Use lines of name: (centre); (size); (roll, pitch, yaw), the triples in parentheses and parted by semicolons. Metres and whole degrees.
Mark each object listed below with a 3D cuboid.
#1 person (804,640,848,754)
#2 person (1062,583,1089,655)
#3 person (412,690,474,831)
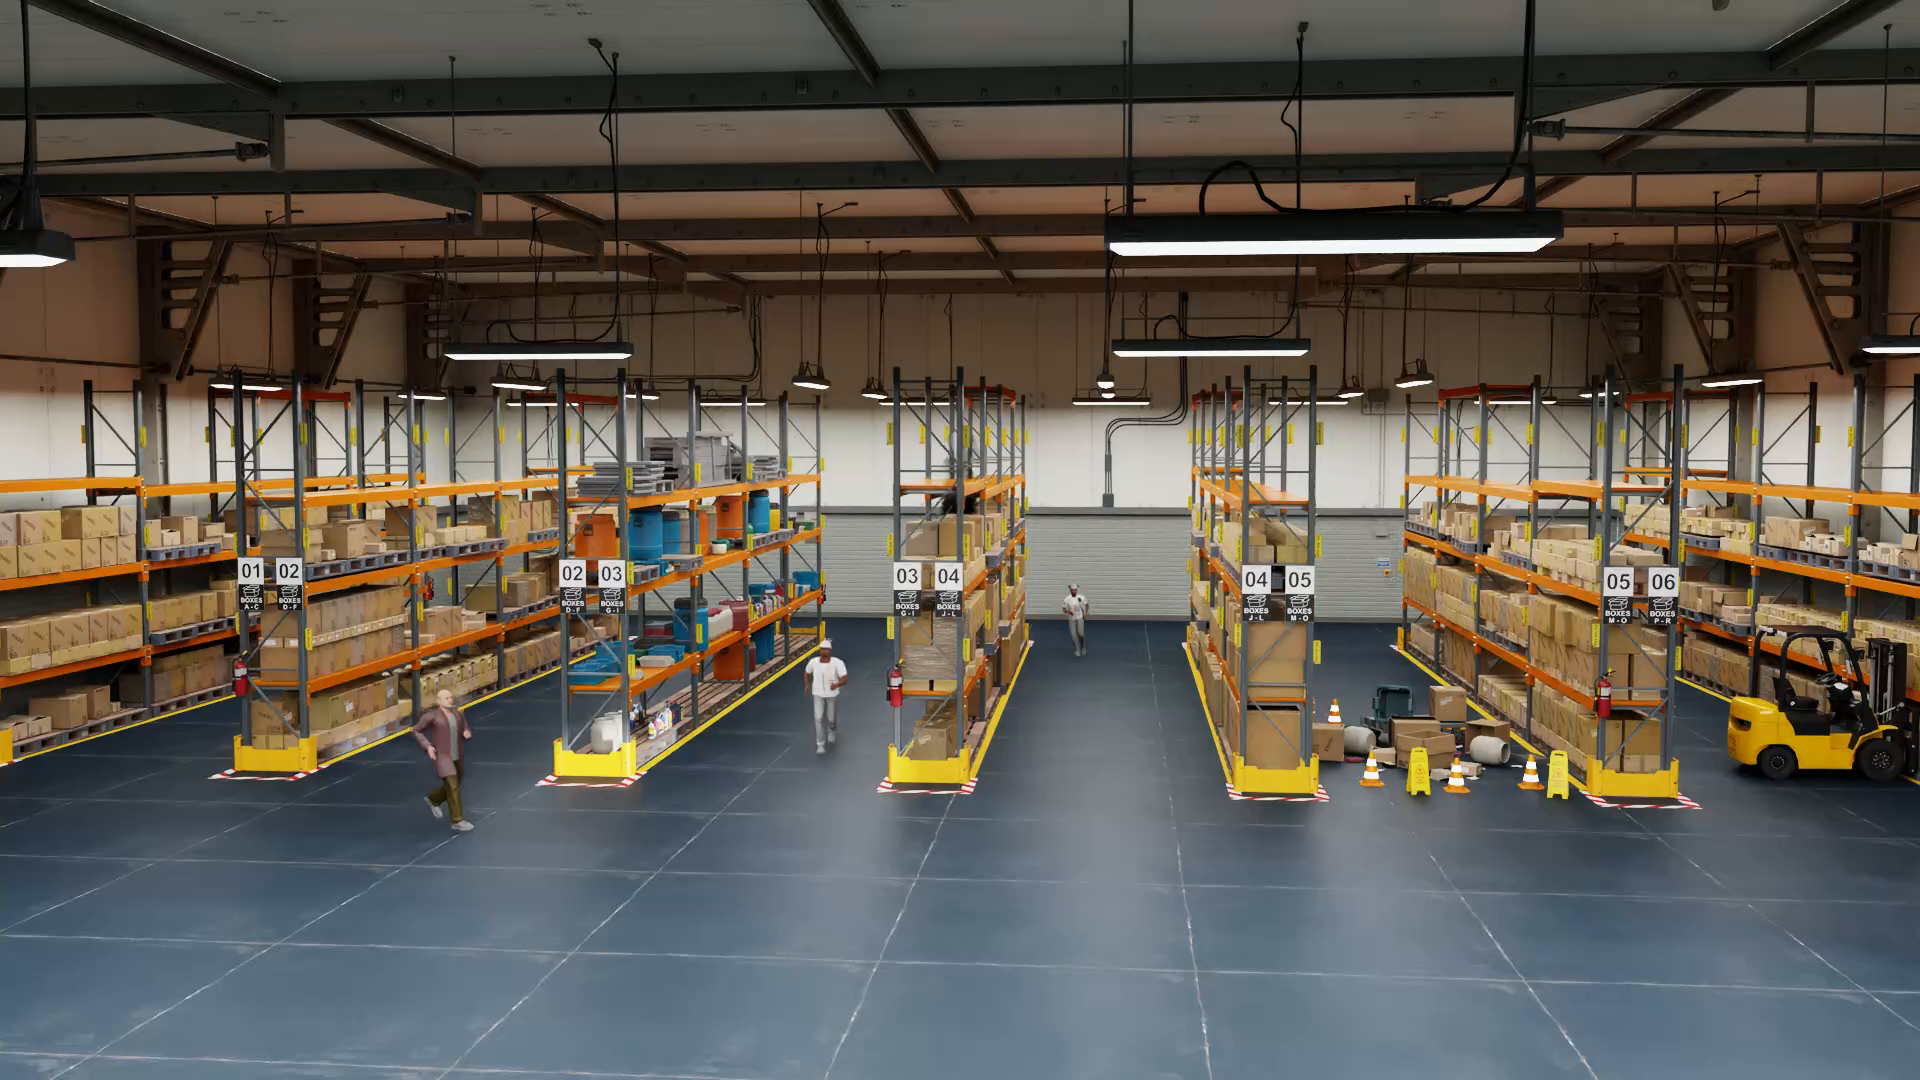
person: (-2.142, 2.463, 26.441); (0.723, 1.751, 0.959); (0, 4, 2)
person: (2.629, 1.812, 37.864); (0.603, 1.663, 0.565); (0, 4, 5)
person: (-6.551, 2.785, 21.213); (1.034, 1.754, 0.712); (2, 4, 33)
